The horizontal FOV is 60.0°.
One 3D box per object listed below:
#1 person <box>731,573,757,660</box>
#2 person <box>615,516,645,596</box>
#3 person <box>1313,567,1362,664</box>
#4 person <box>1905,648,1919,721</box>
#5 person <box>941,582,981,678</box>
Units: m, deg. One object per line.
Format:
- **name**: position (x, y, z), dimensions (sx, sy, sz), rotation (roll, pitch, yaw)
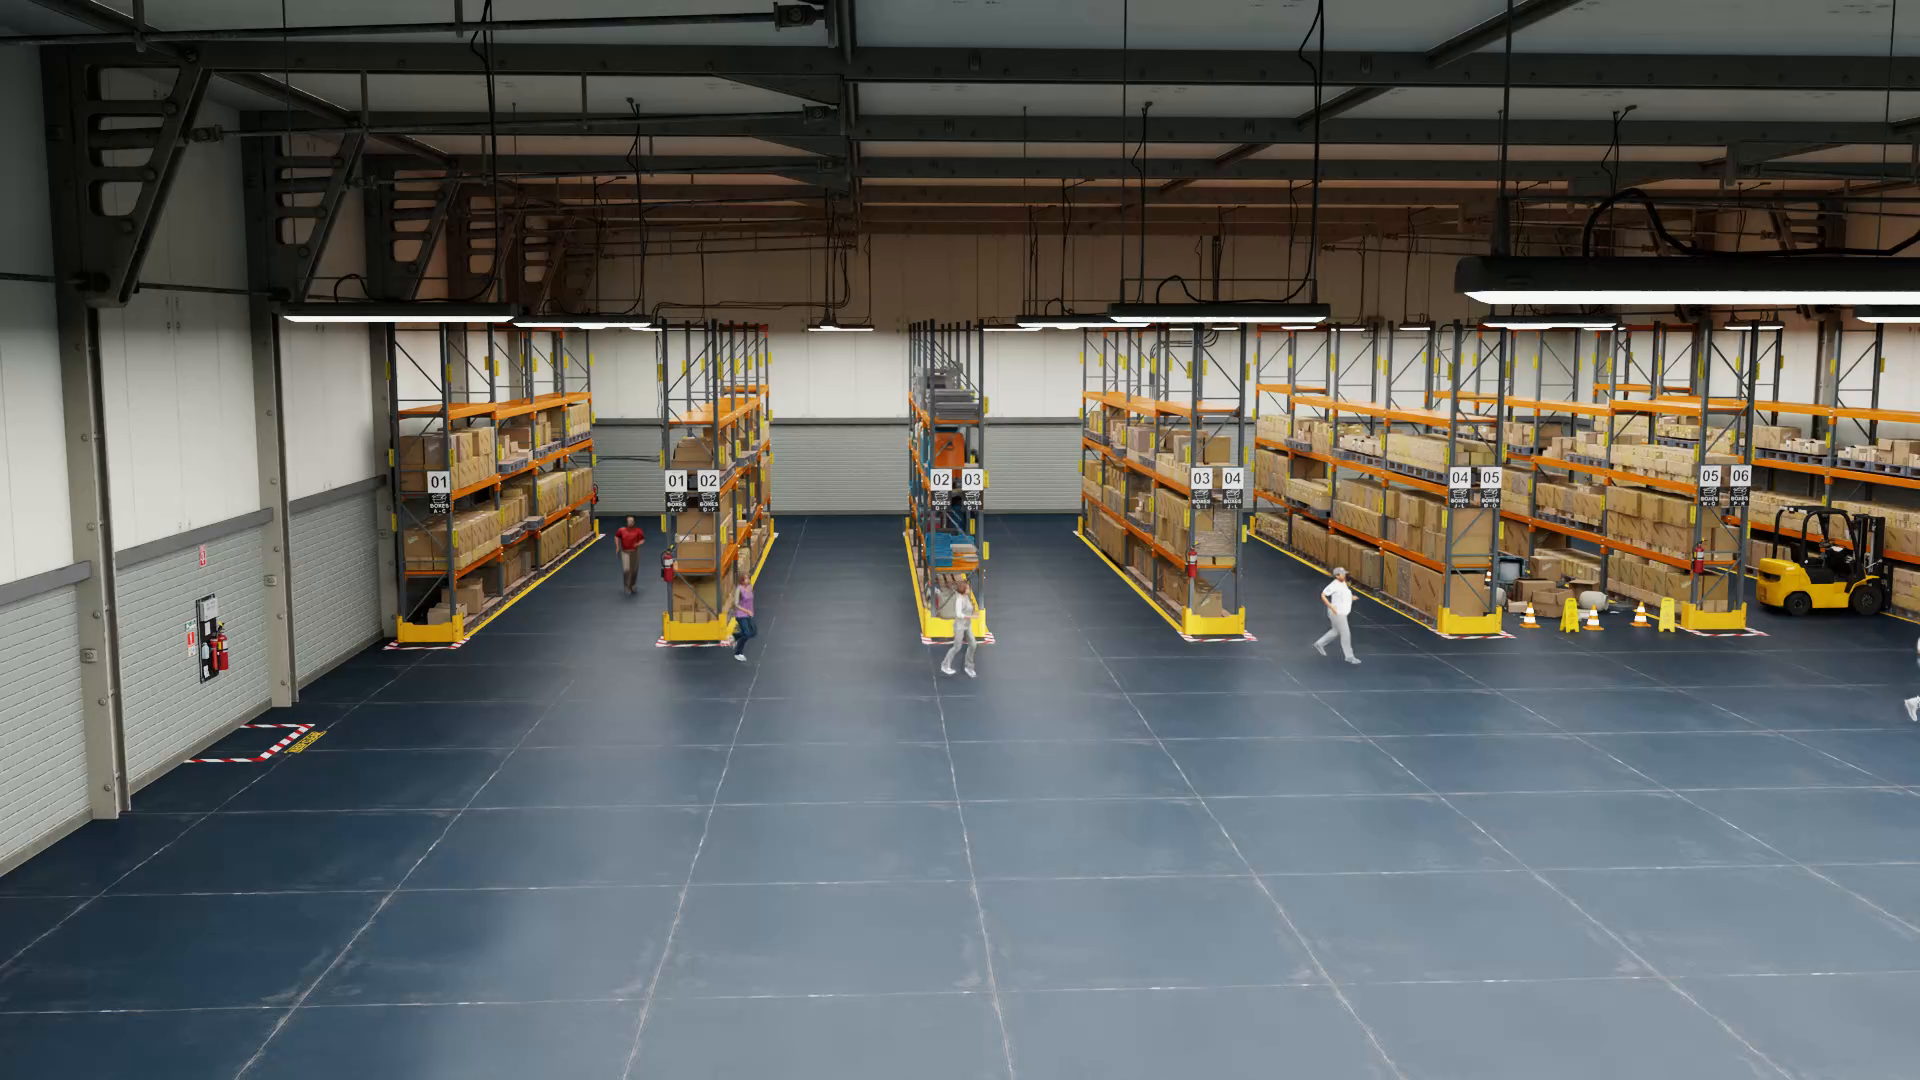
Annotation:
- **person**: position (-3.820, 1.345, 29.369), dimensions (0.605, 1.565, 0.566), rotation (4, 8, 30)
- **person**: position (-7.265, 0.357, 36.675), dimensions (0.627, 1.767, 0.826), rotation (-2, 7, -17)
- **person**: position (6.619, 1.294, 29.091), dimensions (0.942, 1.654, 0.606), rotation (4, 8, 31)
- **person**: position (14.118, 1.892, 24.181), dimensions (0.599, 1.737, 0.670), rotation (4, 8, 32)
- **person**: position (0.031, 1.518, 27.804), dimensions (0.707, 1.654, 0.559), rotation (3, 8, 23)
